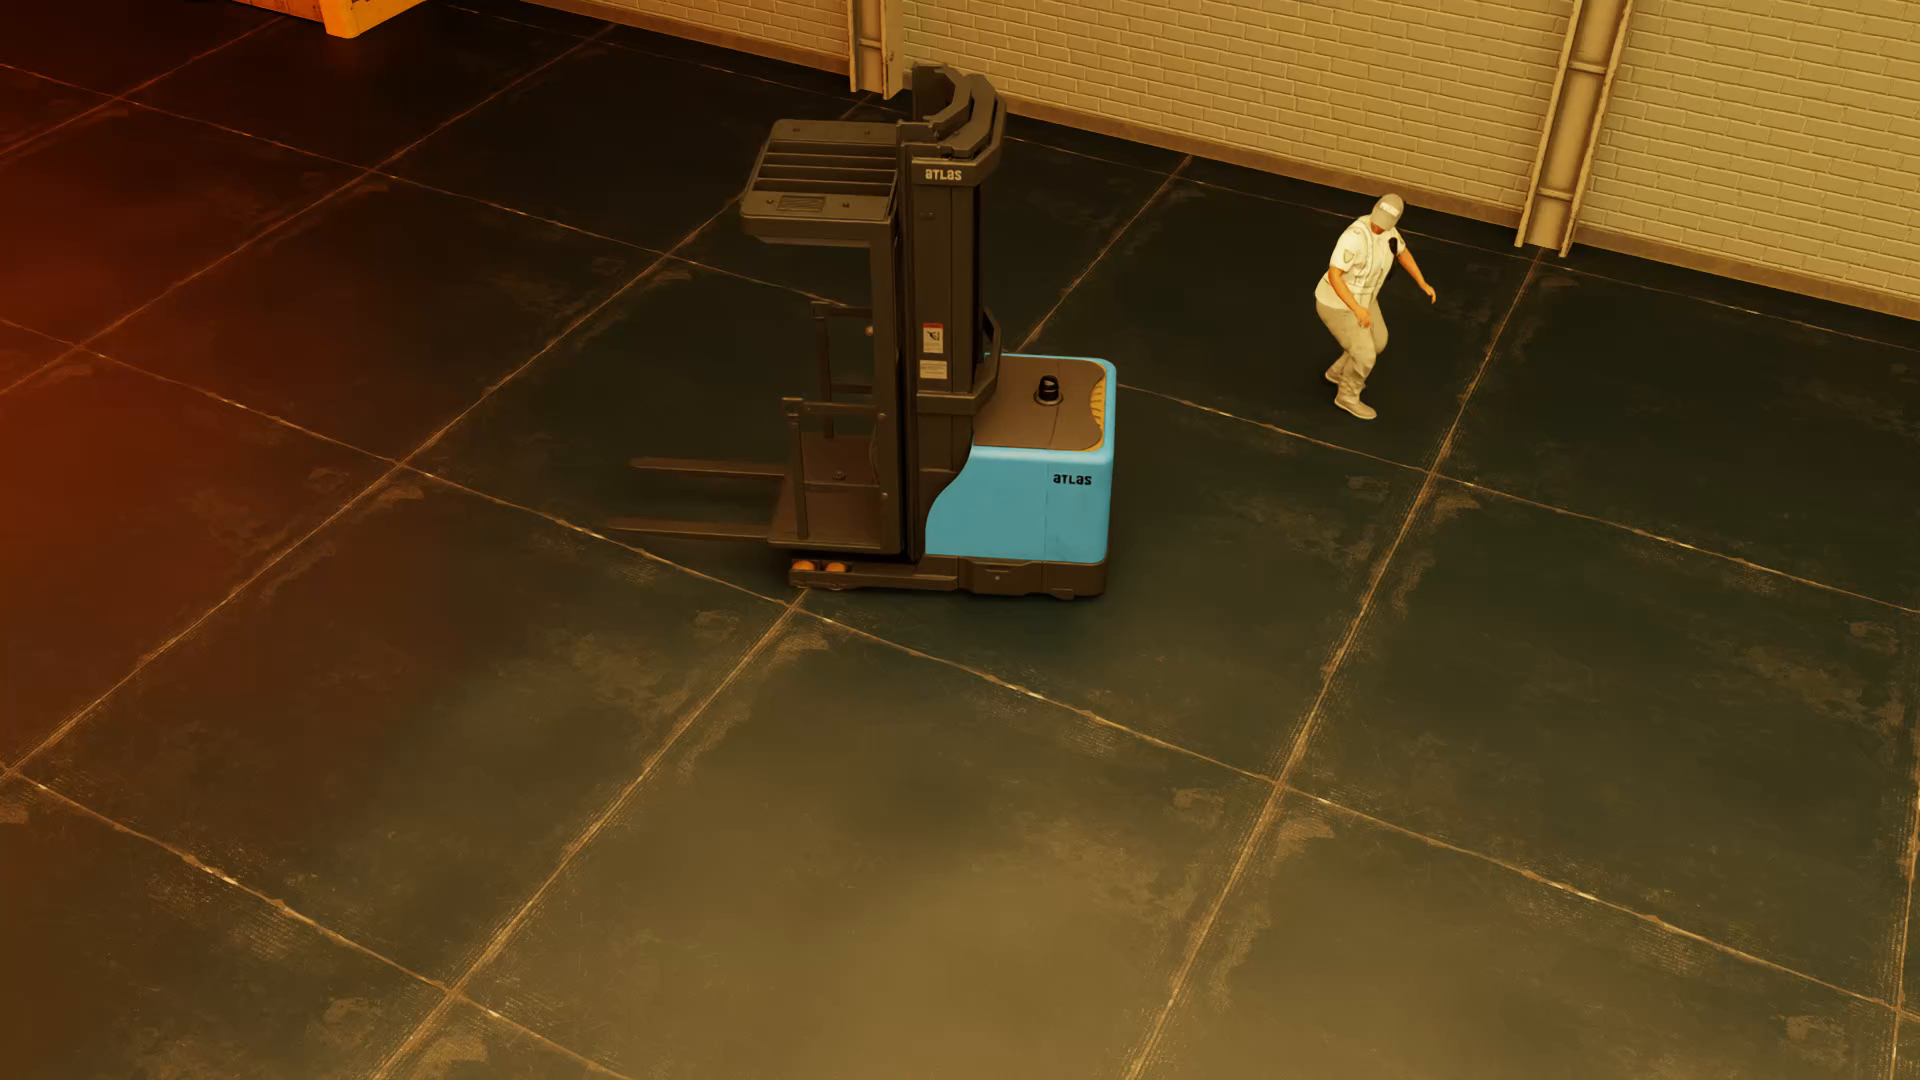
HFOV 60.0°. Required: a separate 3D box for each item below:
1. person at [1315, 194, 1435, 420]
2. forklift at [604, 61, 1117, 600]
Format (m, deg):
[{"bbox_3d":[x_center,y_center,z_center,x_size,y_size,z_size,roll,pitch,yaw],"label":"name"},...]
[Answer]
[{"bbox_3d":[2.687,-1.531,10.875,0.688,1.604,0.725,26,46,27],"label":"person"},{"bbox_3d":[-0.606,-1.157,9.360,3.031,2.935,1.130,3,40,4],"label":"forklift"}]
